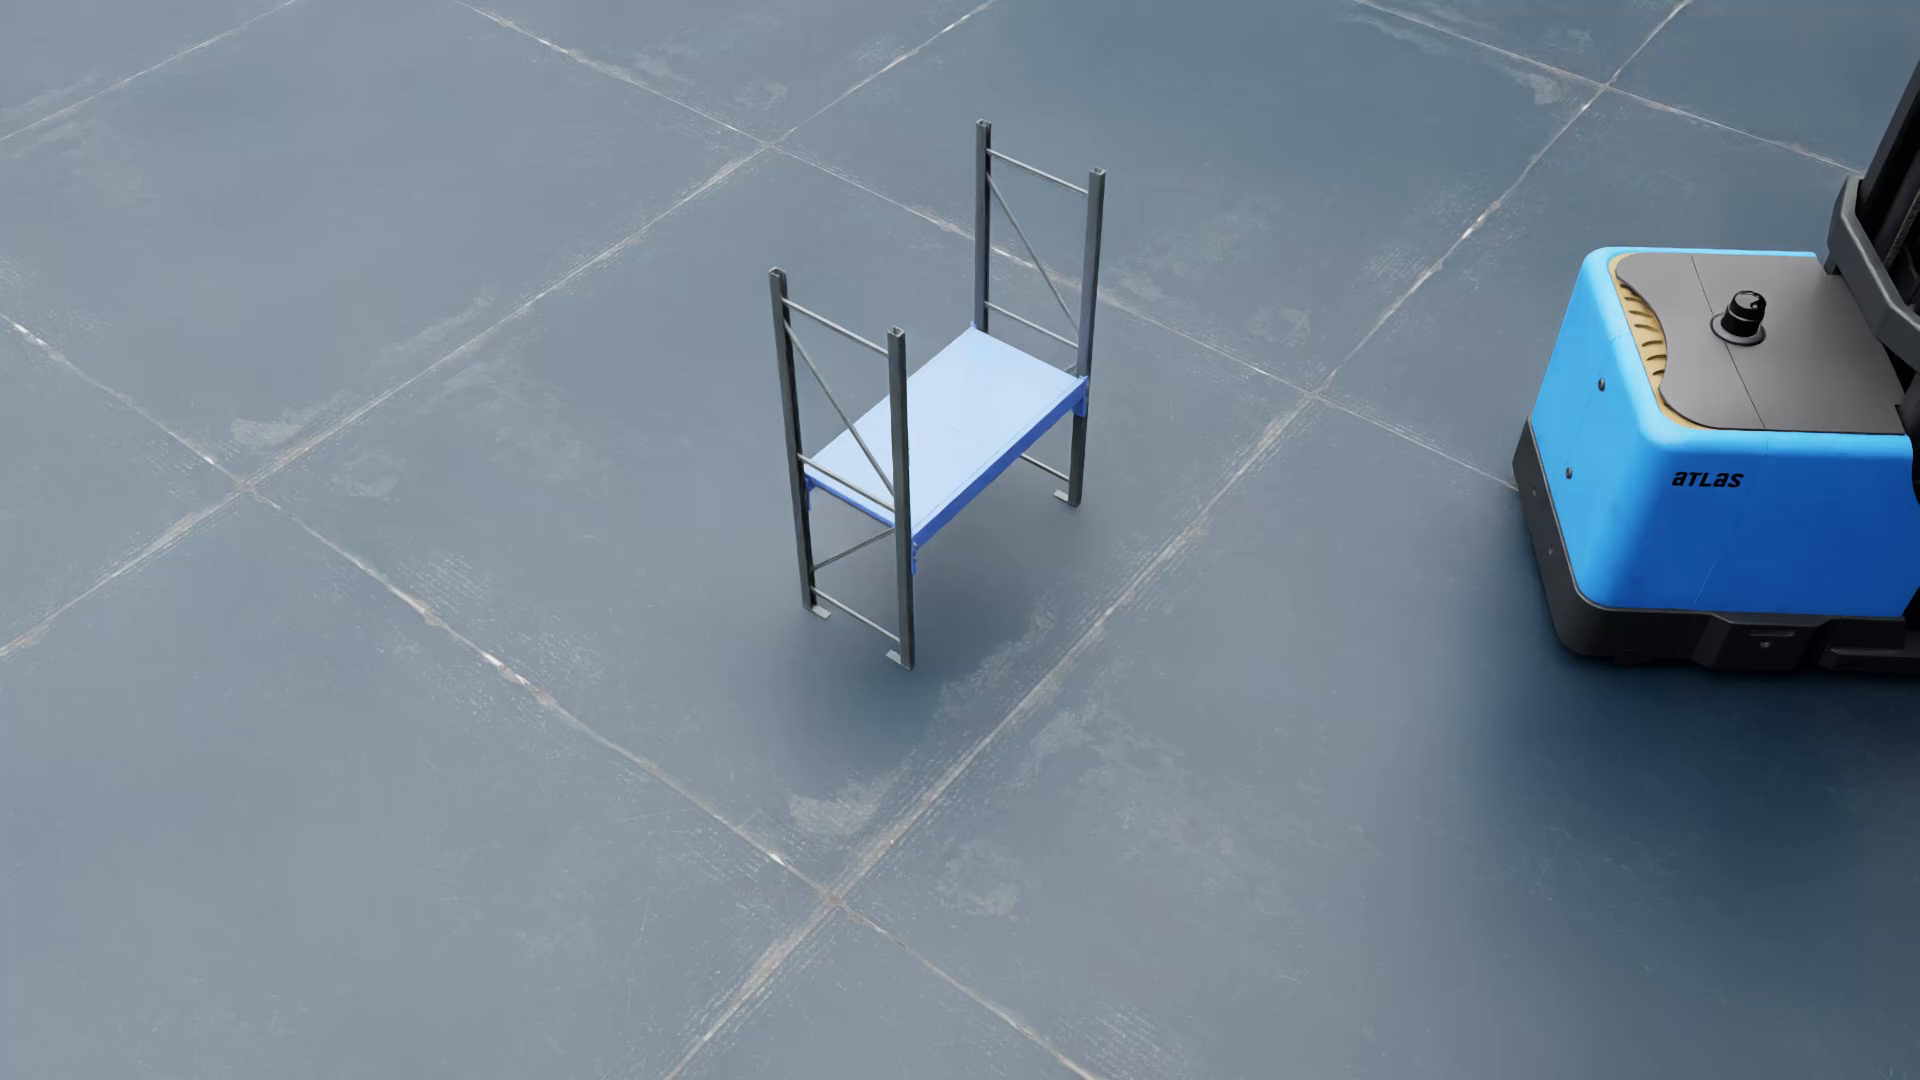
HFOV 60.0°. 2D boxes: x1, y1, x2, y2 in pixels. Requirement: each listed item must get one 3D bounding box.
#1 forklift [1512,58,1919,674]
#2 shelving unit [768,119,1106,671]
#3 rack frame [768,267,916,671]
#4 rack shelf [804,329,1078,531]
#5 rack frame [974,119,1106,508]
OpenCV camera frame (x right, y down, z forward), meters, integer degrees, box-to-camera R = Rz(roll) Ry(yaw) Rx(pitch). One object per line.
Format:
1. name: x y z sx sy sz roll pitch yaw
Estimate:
1. forklift: 3.627 -0.892 5.075 3.031 2.935 1.130 2 46 2
2. shelving unit: -0.052 -0.469 5.661 0.500 1.500 1.048 29 53 25
3. rack frame: -0.363 -0.178 5.383 0.500 1.500 0.032 29 53 25
4. rack shelf: -0.052 -0.379 5.756 0.459 0.062 0.952 29 53 25
5. rack frame: 0.259 -0.760 5.939 0.500 1.500 0.032 29 53 25
